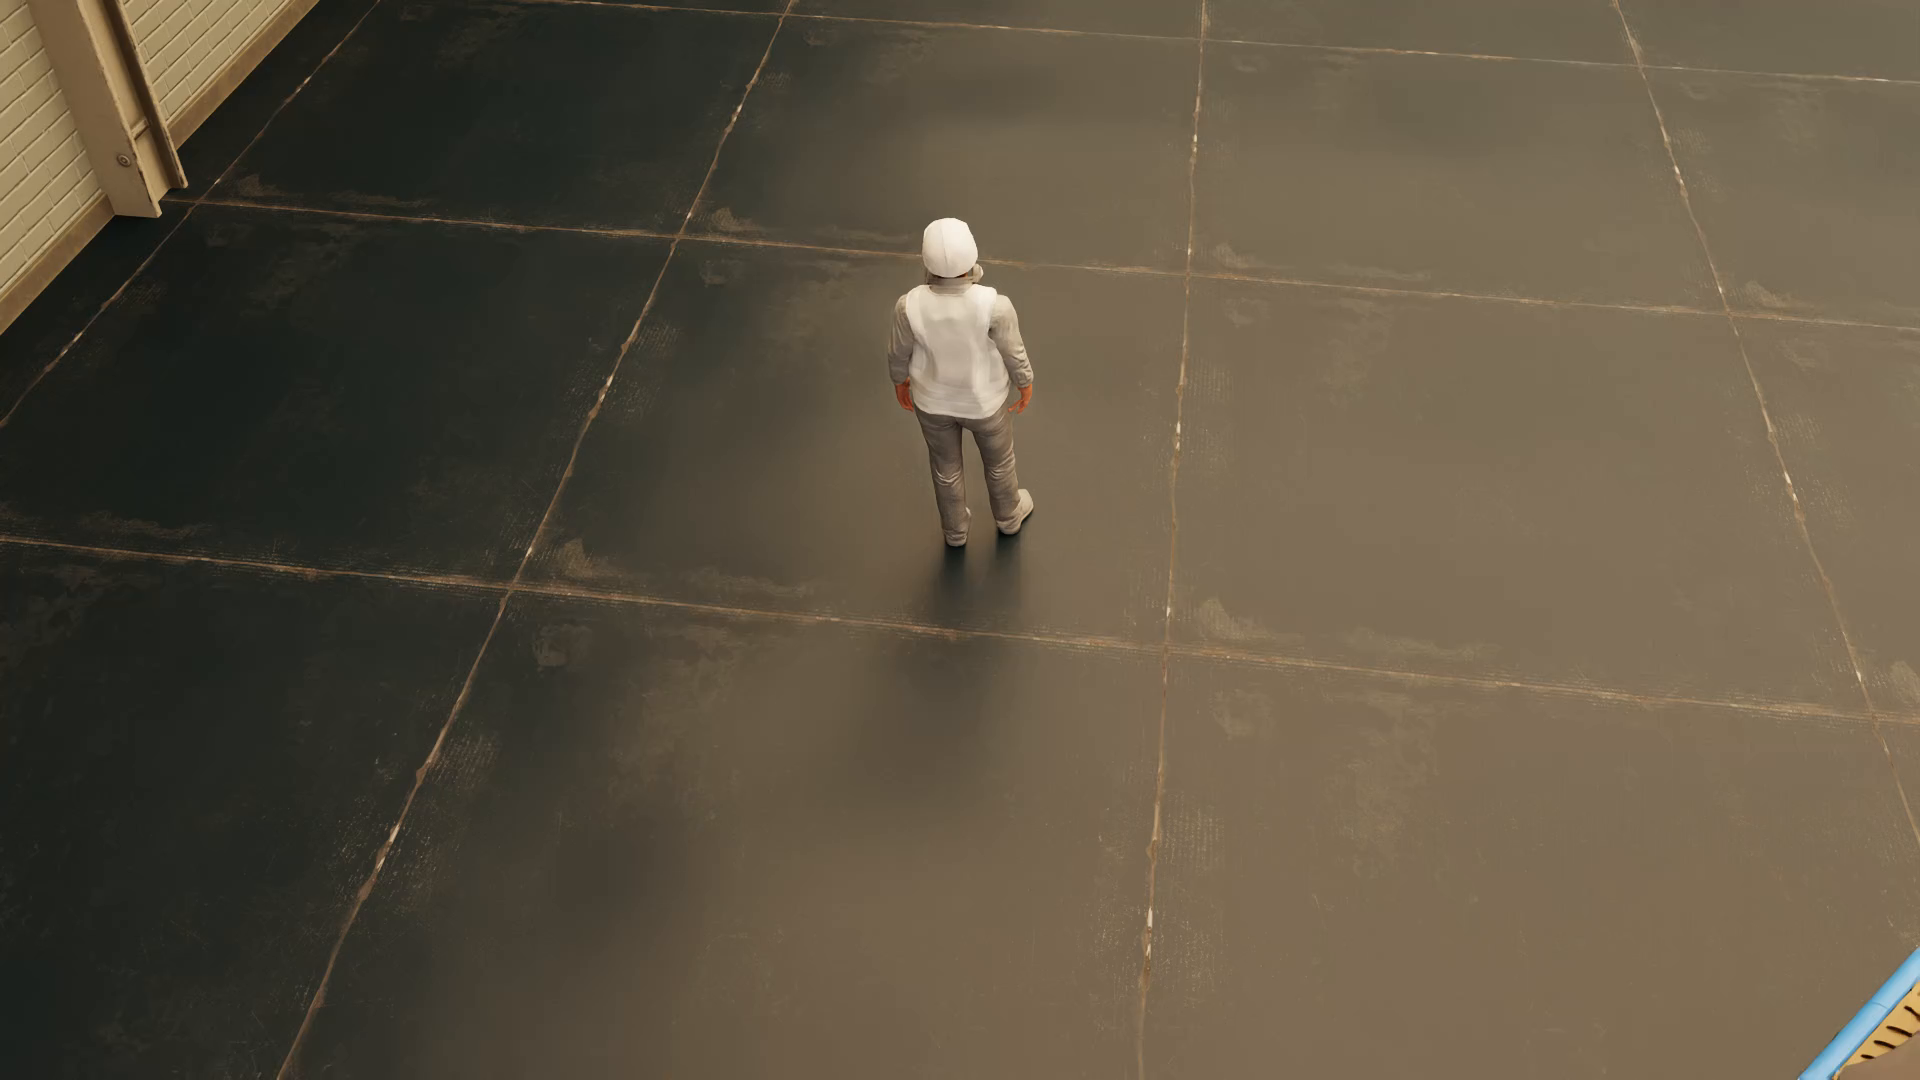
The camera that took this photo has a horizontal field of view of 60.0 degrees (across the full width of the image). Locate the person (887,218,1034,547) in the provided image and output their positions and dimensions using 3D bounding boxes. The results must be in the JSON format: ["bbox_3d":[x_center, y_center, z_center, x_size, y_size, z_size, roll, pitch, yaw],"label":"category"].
[{"bbox_3d":[0.016,-0.700,7.331,0.634,1.775,0.566,5,43,6],"label":"person"}]

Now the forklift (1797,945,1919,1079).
[{"bbox_3d":[3.614,1.828,3.734,1.130,2.935,3.031,-29,50,-28],"label":"forklift"}]
